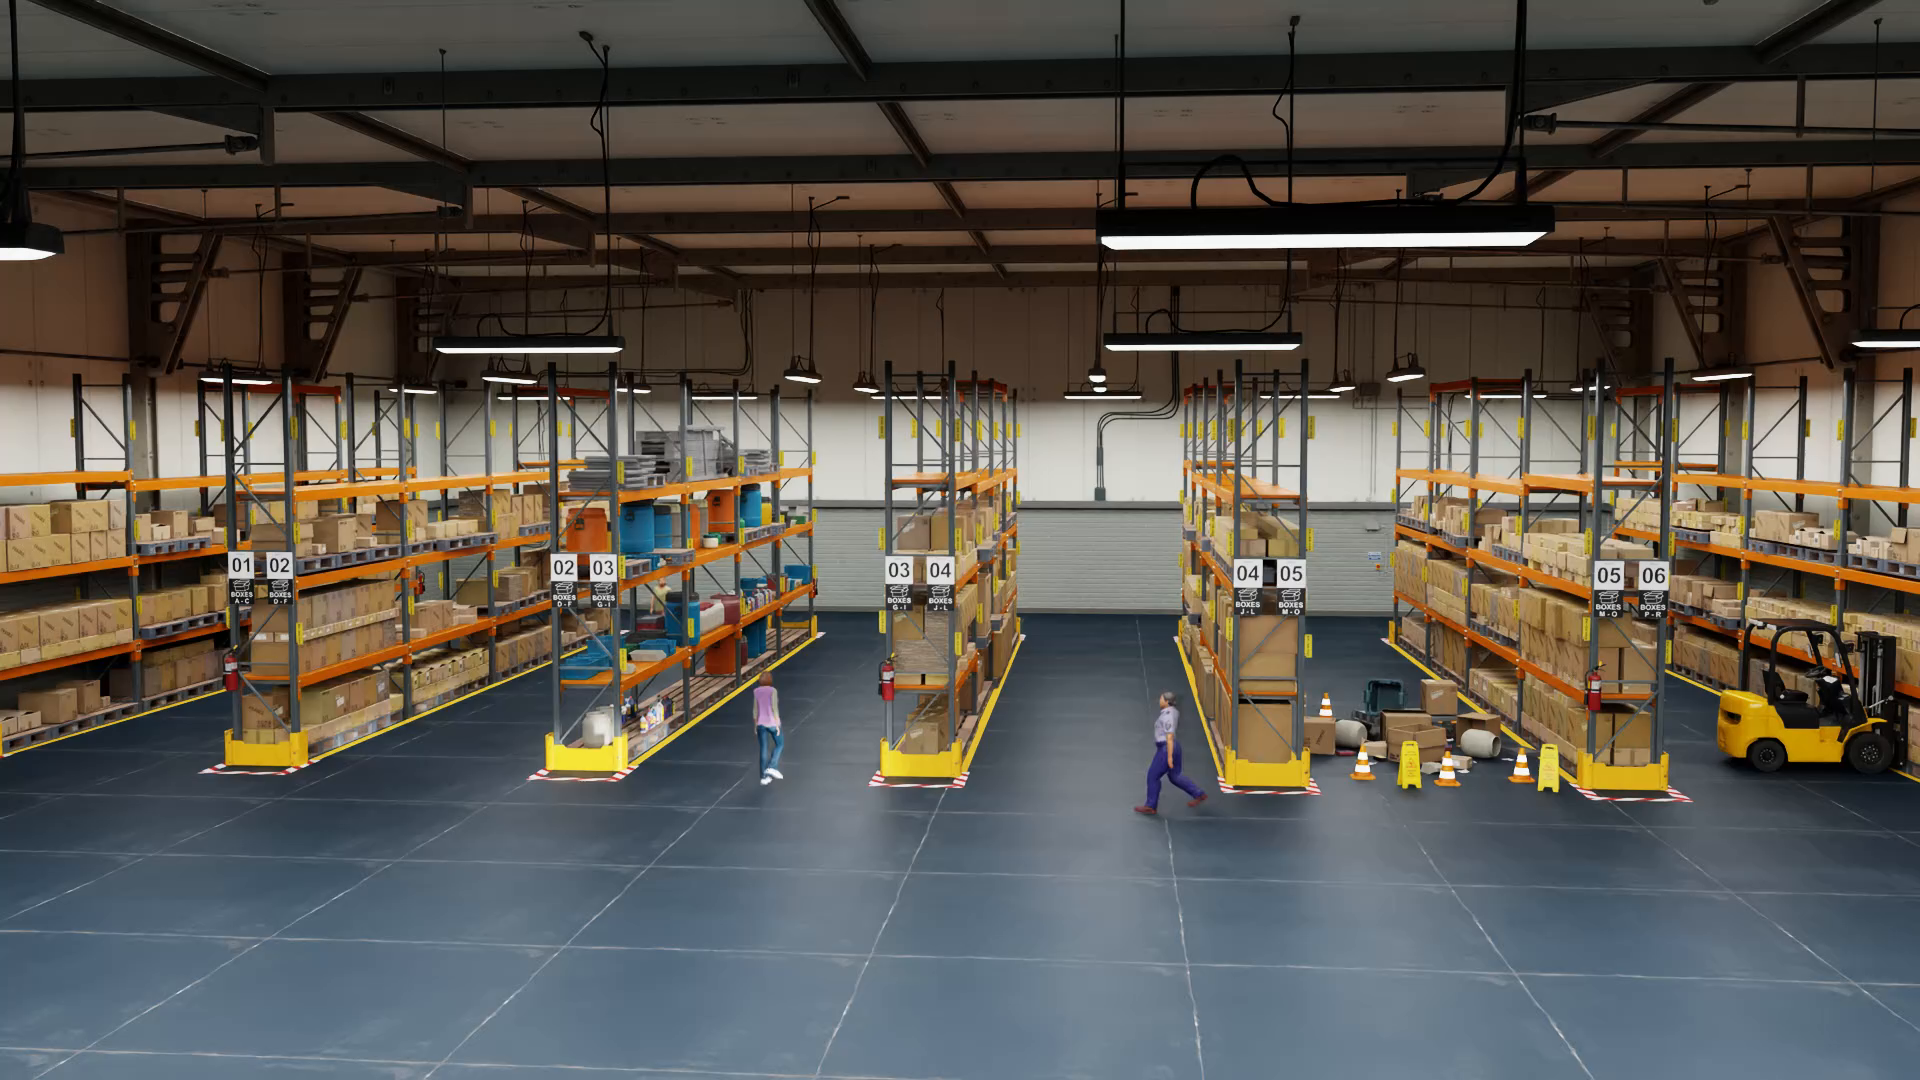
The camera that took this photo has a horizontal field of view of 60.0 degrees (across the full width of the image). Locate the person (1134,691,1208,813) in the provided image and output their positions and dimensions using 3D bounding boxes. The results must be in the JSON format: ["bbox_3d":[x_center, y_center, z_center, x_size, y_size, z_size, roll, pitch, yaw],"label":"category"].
[{"bbox_3d":[2.758,2.763,21.698,0.962,1.602,0.481,1,4,8],"label":"person"}]

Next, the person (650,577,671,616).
[{"bbox_3d":[-6.985,1.625,38.789,0.453,1.604,1.054,1,4,9],"label":"person"}]

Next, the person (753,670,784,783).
[{"bbox_3d":[-2.739,2.645,23.605,0.454,1.585,0.450,1,4,13],"label":"person"}]
